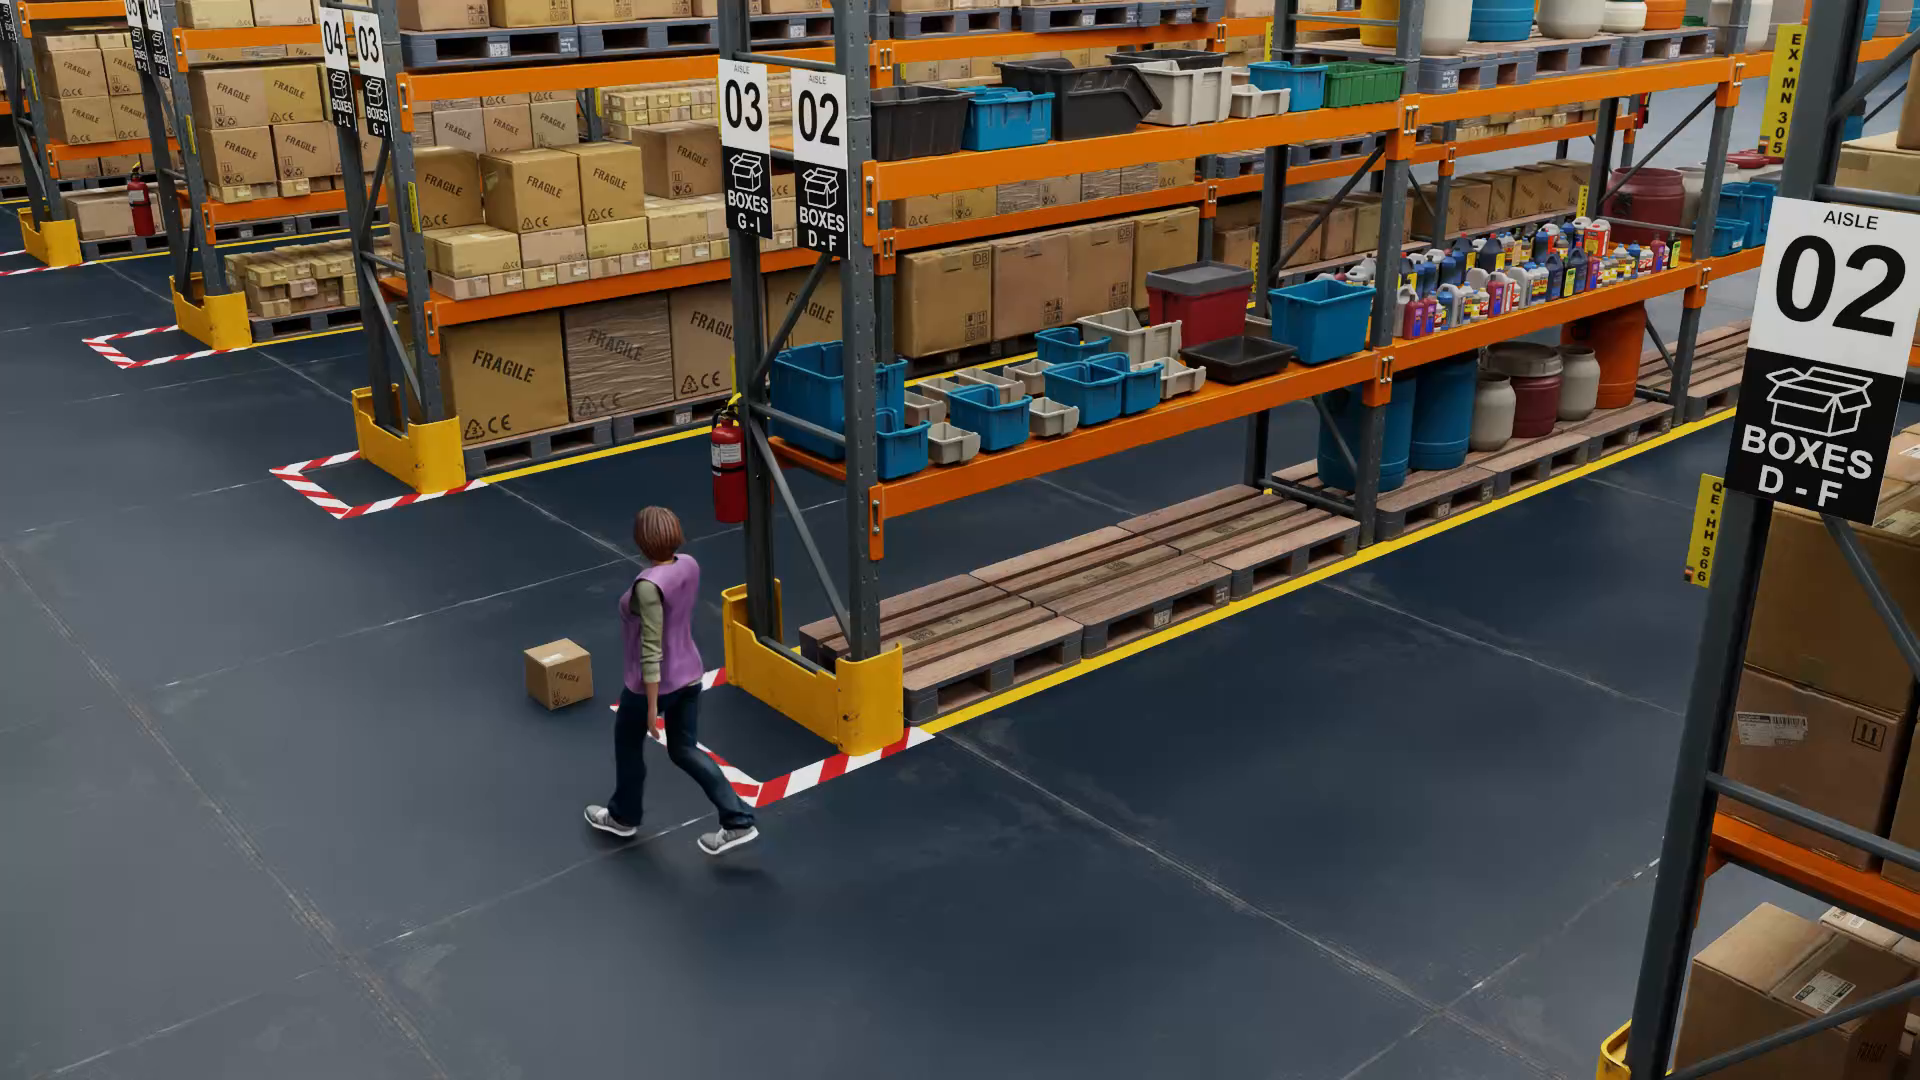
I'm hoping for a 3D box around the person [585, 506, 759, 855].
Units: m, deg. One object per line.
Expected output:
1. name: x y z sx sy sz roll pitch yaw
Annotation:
1. person: -1.271 0.600 7.062 0.876 1.546 0.479 12 24 27
